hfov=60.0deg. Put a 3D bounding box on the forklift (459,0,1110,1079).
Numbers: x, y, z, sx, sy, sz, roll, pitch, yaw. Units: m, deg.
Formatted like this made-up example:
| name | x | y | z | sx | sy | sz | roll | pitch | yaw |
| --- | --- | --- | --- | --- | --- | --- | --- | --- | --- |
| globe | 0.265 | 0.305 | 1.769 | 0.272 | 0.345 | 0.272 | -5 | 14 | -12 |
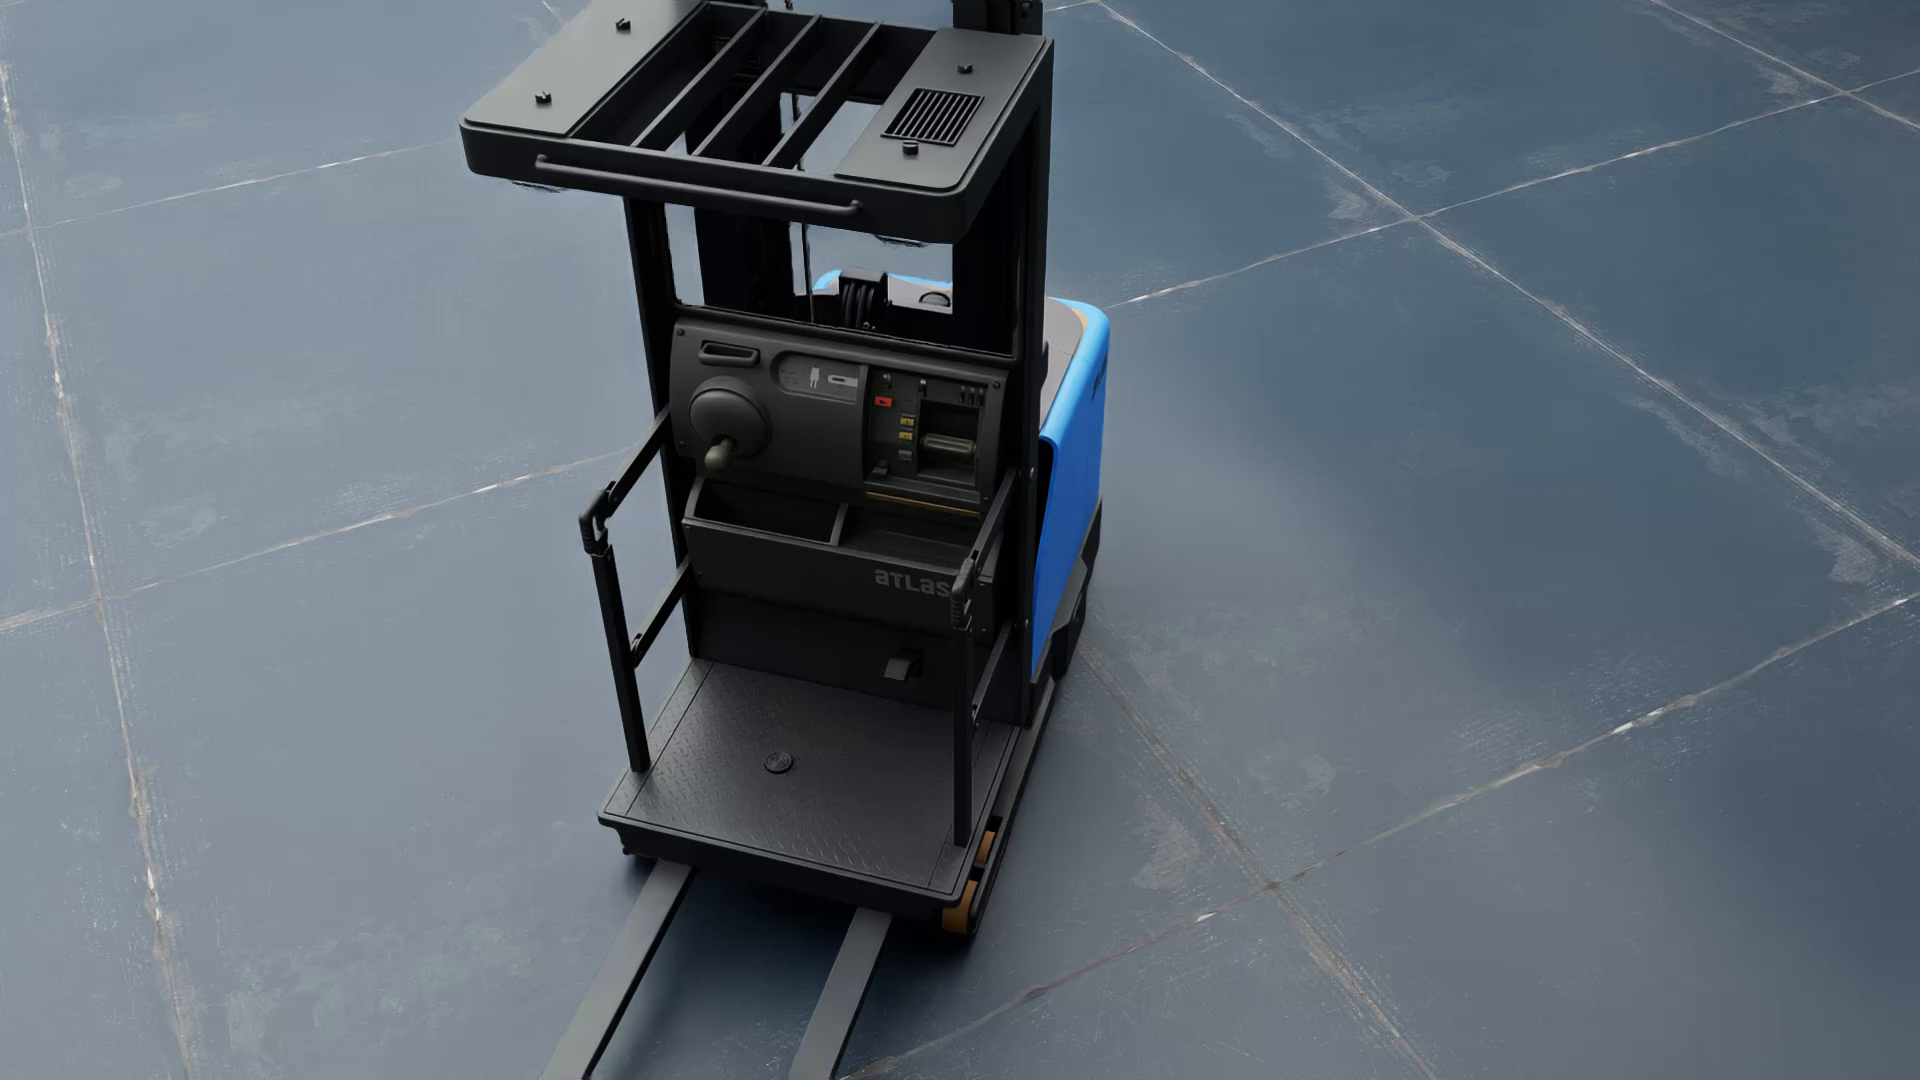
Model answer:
| name | x | y | z | sx | sy | sz | roll | pitch | yaw |
| --- | --- | --- | --- | --- | --- | --- | --- | --- | --- |
| forklift | -0.393 | -0.253 | 4.280 | 1.130 | 2.935 | 3.031 | 11 | 41 | 12 |
